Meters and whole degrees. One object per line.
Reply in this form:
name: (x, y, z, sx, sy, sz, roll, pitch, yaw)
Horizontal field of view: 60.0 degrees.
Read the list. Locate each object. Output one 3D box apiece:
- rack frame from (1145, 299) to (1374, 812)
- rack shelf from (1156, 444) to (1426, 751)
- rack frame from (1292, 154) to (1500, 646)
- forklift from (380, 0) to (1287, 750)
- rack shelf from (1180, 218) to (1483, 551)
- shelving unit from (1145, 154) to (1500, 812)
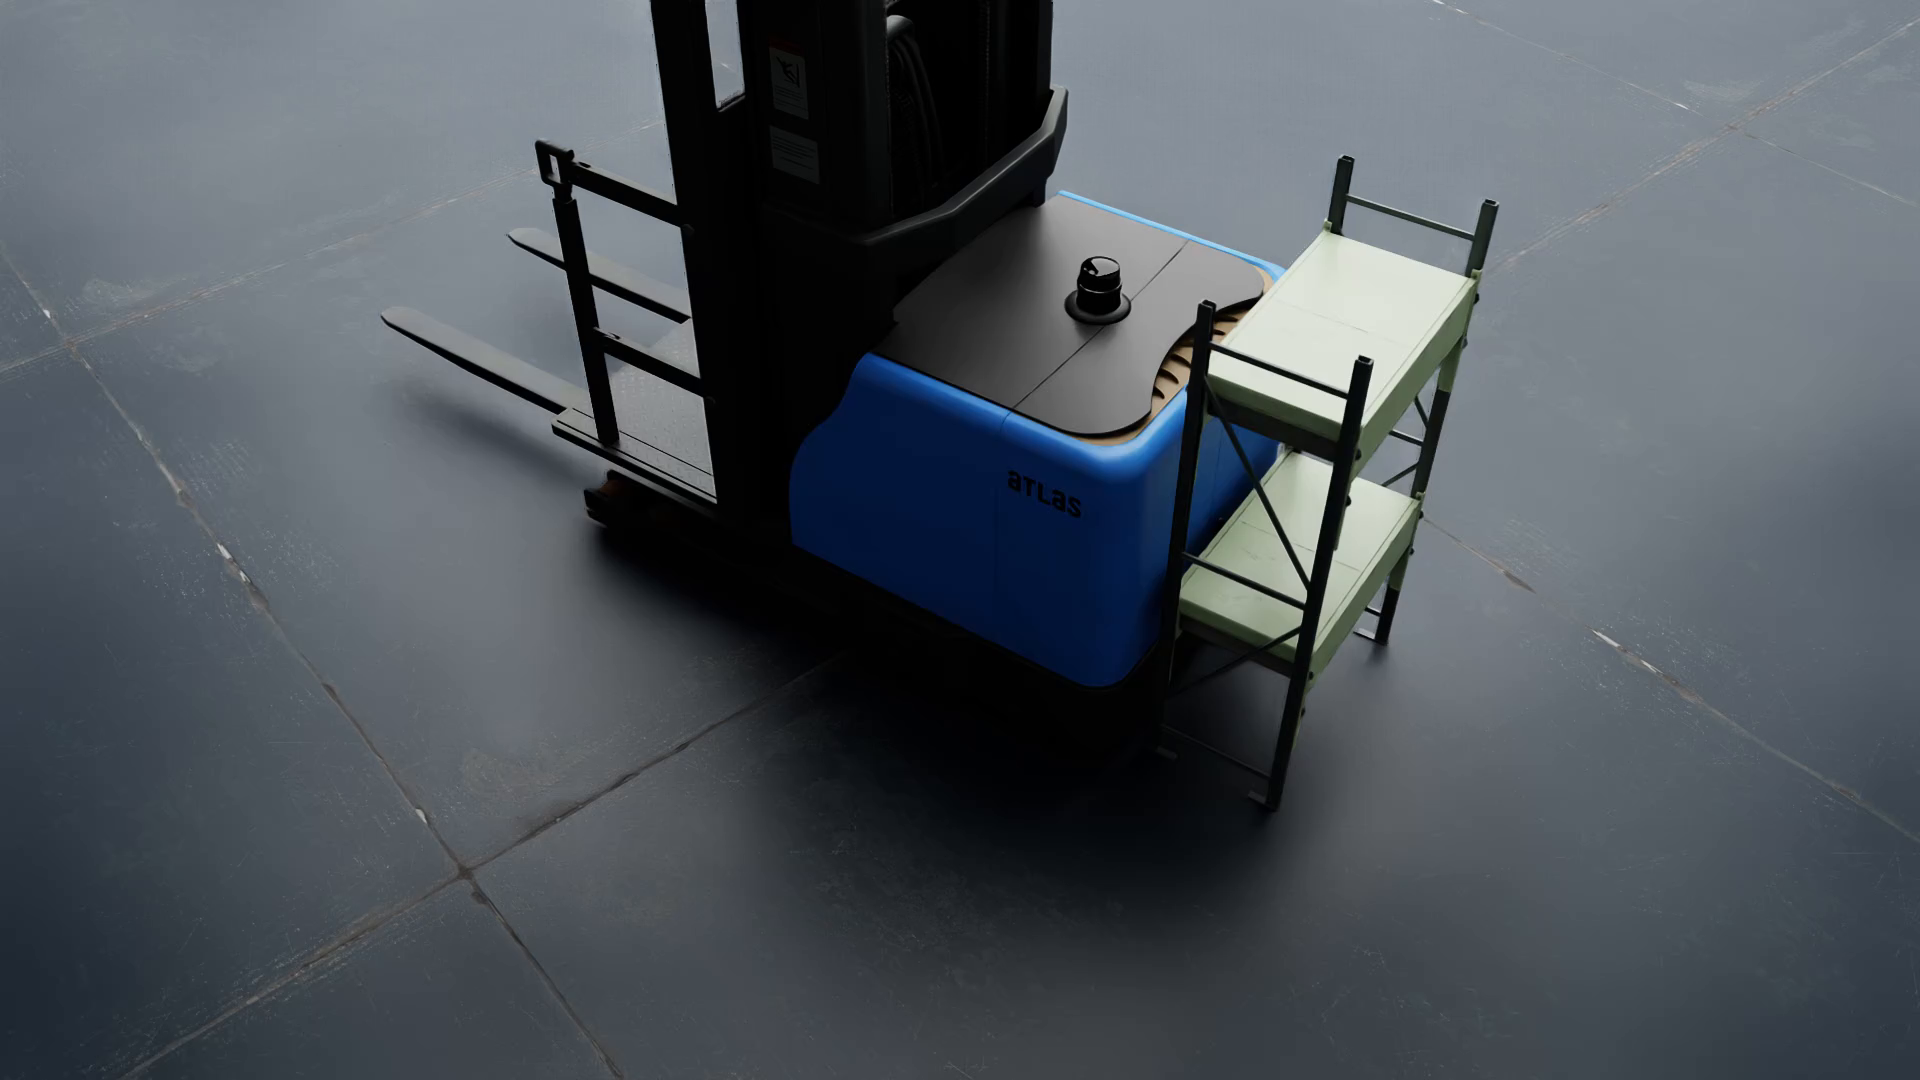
rack frame: (0.689, 0.102, 4.045, 0.400, 1.500, 0.023, 24, 48, 24)
rack shelf: (0.892, 0.131, 4.491, 0.431, 0.370, 0.720, 24, 48, 24)
rack frame: (1.094, -0.315, 4.490, 0.400, 1.500, 0.023, 24, 48, 24)
forklift: (-0.569, -1.293, 4.485, 3.031, 2.935, 1.130, 25, 49, 24)
rack shelf: (0.892, -0.391, 4.000, 0.431, 0.370, 0.720, 24, 48, 24)
shelving unit: (0.892, -0.106, 4.268, 0.431, 1.500, 0.755, 24, 48, 24)
